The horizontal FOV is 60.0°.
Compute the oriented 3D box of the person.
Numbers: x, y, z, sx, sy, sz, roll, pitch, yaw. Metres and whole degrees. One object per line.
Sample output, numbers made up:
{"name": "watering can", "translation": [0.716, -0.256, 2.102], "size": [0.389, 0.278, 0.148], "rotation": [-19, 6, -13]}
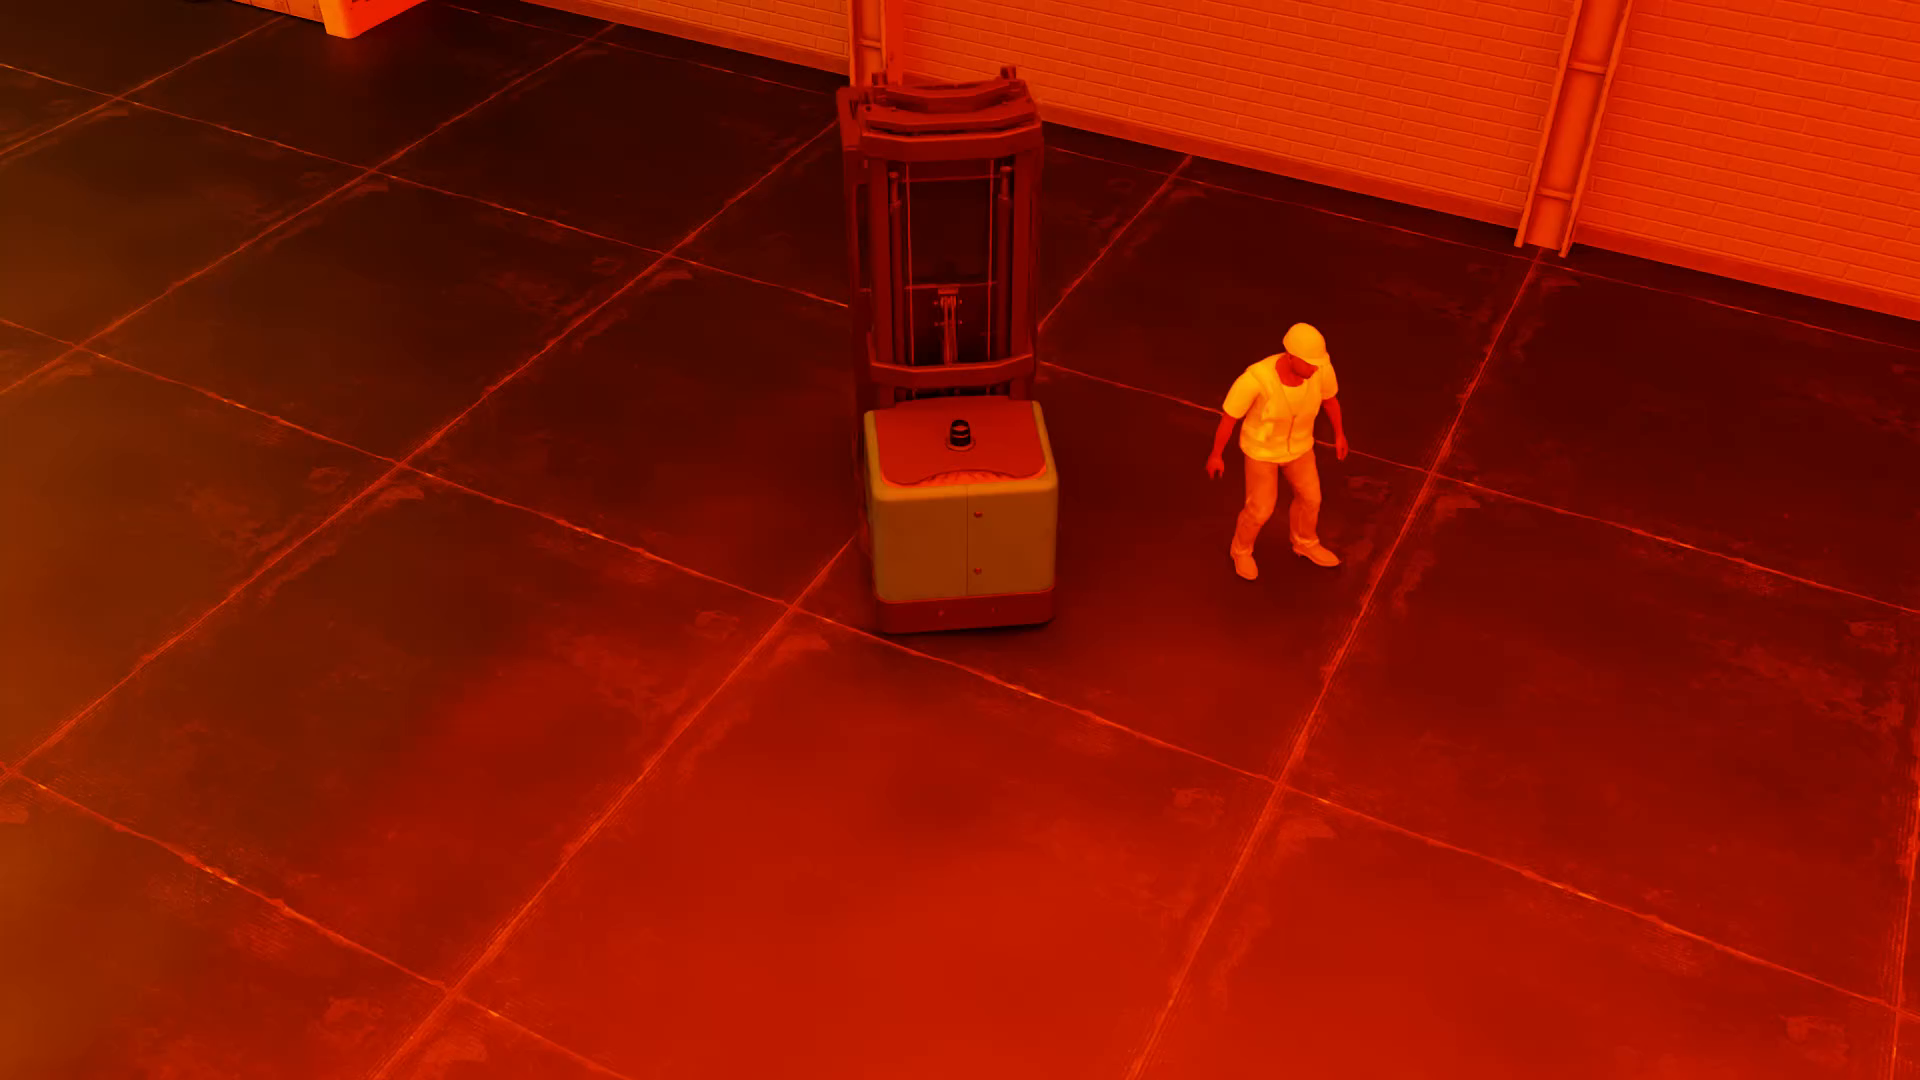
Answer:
{"name": "person", "translation": [1.853, -0.512, 9.522], "size": [0.847, 1.737, 0.428], "rotation": [-13, 42, -14]}

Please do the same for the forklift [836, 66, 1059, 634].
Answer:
{"name": "forklift", "translation": [-0.120, -1.528, 9.801], "size": [1.130, 2.935, 3.031], "rotation": [-4, 40, -5]}
